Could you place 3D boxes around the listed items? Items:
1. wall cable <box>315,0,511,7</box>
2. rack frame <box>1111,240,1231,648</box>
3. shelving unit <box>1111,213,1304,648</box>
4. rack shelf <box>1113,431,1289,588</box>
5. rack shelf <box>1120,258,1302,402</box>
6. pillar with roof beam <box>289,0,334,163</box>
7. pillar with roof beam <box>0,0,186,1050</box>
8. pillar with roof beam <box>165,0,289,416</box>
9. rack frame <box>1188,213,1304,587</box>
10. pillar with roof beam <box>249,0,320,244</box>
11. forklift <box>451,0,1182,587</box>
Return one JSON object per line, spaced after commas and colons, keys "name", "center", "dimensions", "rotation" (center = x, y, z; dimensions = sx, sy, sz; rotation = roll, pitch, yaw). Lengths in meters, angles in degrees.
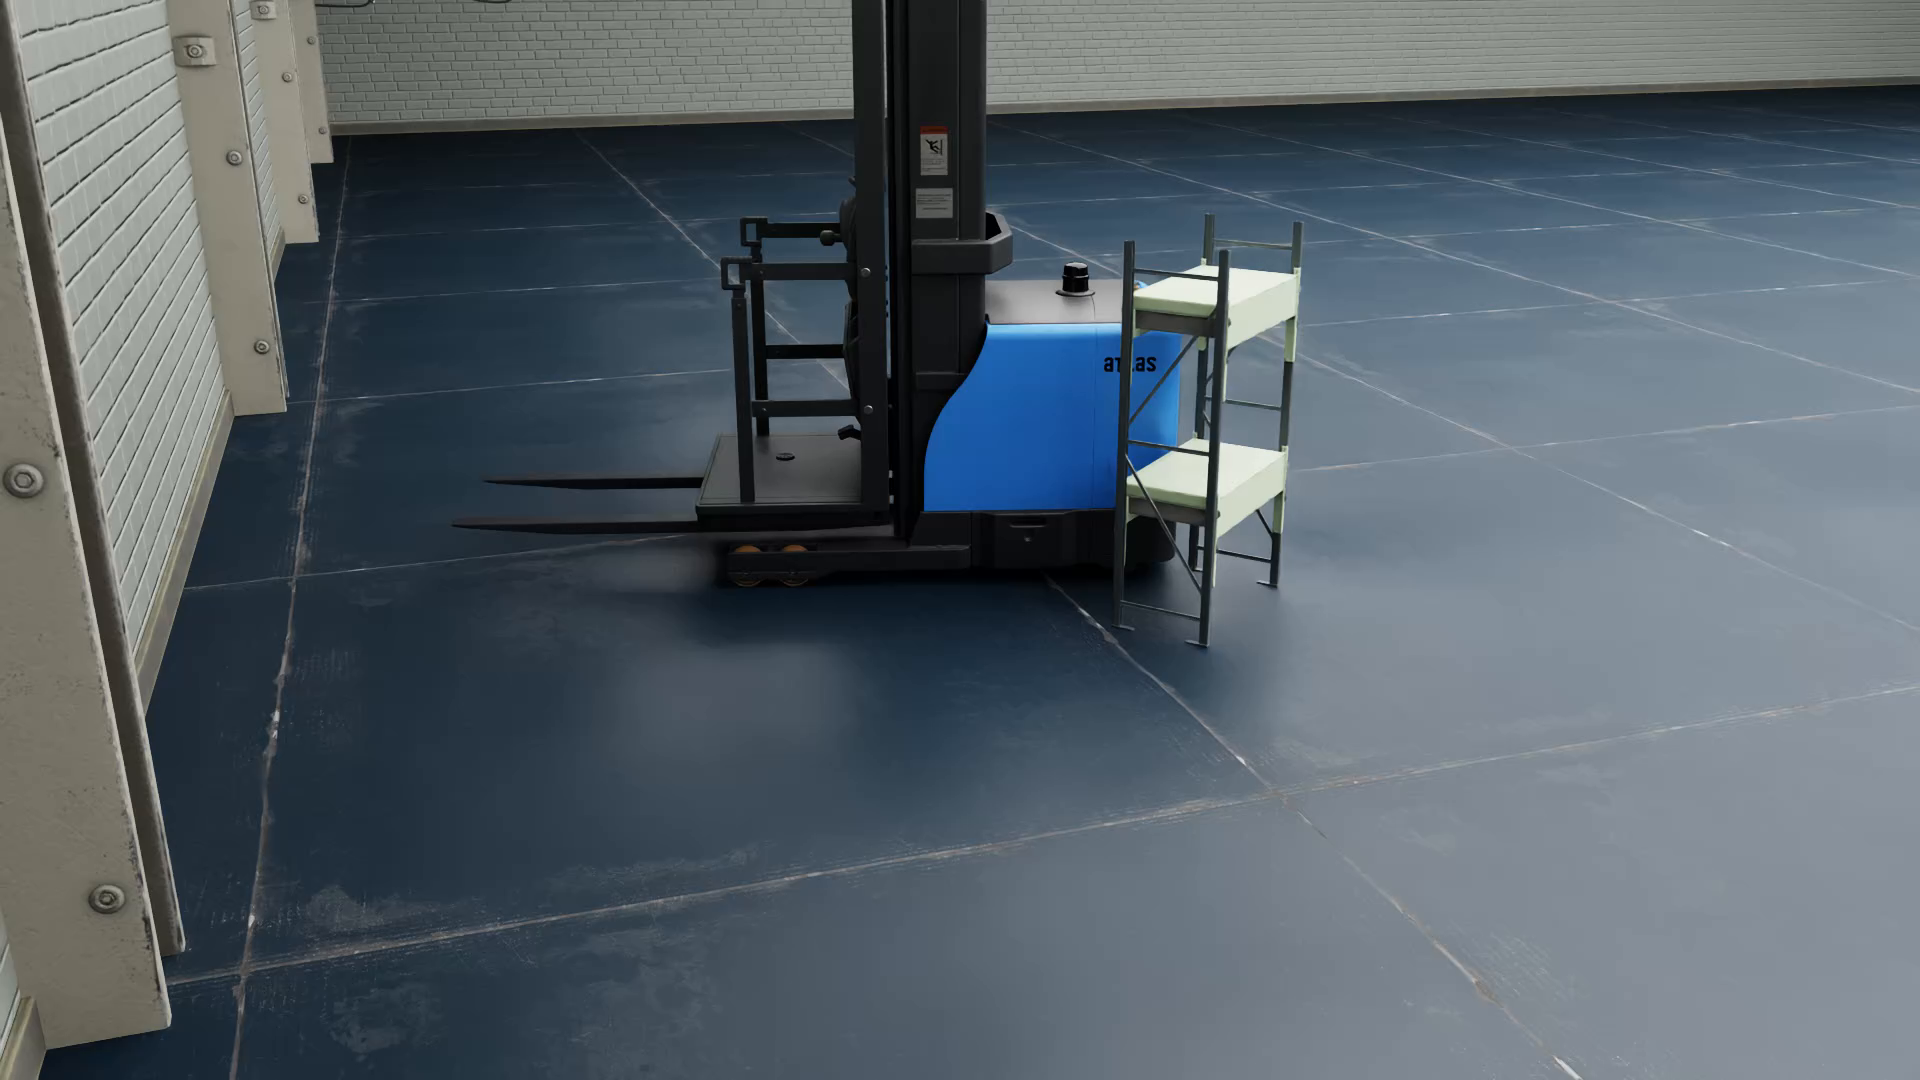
{"name": "wall cable", "center": [-7.478, -8.486, 22.323], "dimensions": [3.097, 2.526, 0.112], "rotation": [-6, 21, -17]}
{"name": "rack frame", "center": [0.767, -0.336, 6.133], "dimensions": [0.400, 1.500, 0.023], "rotation": [11, 23, 29]}
{"name": "shelving unit", "center": [0.956, -0.442, 6.428], "dimensions": [0.431, 1.500, 0.755], "rotation": [11, 23, 29]}
{"name": "rack shelf", "center": [0.956, -0.135, 6.538], "dimensions": [0.431, 0.370, 0.720], "rotation": [11, 23, 29]}
{"name": "rack shelf", "center": [0.956, -0.809, 6.296], "dimensions": [0.431, 0.370, 0.720], "rotation": [11, 23, 29]}
{"name": "pillar with roof beam", "center": [-3.721, -9.319, 20.048], "dimensions": [9.100, 9.000, 0.400], "rotation": [-6, 21, -17]}
{"name": "pillar with roof beam", "center": [1.937, -3.542, 3.966], "dimensions": [9.100, 9.000, 0.400], "rotation": [-6, 21, -17]}
{"name": "pillar with roof beam", "center": [0.051, -5.468, 9.327], "dimensions": [9.100, 9.000, 0.400], "rotation": [-6, 21, -17]}
{"name": "rack frame", "center": [1.144, -0.548, 6.723], "dimensions": [0.400, 1.500, 0.023], "rotation": [11, 23, 29]}
{"name": "pillar with roof beam", "center": [-1.835, -7.393, 14.688], "dimensions": [9.100, 9.000, 0.400], "rotation": [-6, 21, -17]}
{"name": "forklift", "center": [-0.625, -1.369, 6.893], "dimensions": [3.031, 2.935, 1.130], "rotation": [-1, 20, -3]}
